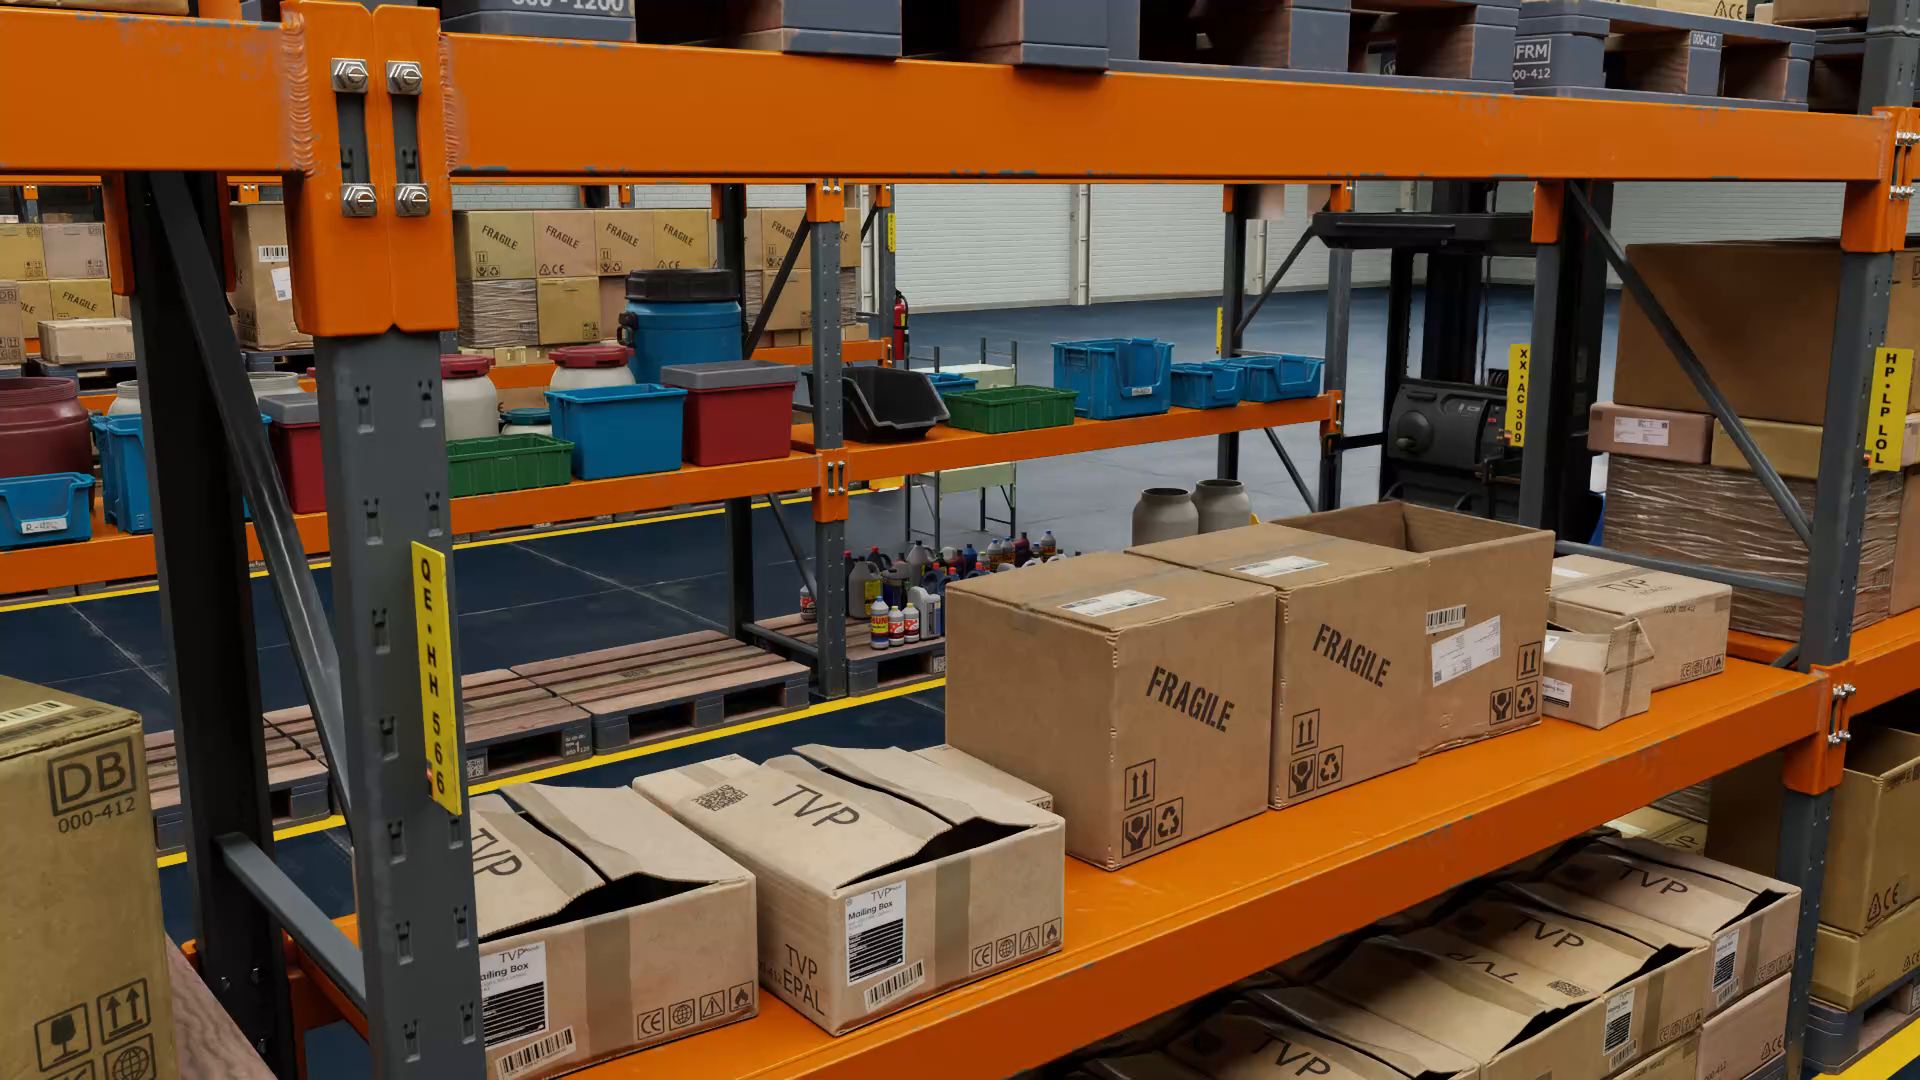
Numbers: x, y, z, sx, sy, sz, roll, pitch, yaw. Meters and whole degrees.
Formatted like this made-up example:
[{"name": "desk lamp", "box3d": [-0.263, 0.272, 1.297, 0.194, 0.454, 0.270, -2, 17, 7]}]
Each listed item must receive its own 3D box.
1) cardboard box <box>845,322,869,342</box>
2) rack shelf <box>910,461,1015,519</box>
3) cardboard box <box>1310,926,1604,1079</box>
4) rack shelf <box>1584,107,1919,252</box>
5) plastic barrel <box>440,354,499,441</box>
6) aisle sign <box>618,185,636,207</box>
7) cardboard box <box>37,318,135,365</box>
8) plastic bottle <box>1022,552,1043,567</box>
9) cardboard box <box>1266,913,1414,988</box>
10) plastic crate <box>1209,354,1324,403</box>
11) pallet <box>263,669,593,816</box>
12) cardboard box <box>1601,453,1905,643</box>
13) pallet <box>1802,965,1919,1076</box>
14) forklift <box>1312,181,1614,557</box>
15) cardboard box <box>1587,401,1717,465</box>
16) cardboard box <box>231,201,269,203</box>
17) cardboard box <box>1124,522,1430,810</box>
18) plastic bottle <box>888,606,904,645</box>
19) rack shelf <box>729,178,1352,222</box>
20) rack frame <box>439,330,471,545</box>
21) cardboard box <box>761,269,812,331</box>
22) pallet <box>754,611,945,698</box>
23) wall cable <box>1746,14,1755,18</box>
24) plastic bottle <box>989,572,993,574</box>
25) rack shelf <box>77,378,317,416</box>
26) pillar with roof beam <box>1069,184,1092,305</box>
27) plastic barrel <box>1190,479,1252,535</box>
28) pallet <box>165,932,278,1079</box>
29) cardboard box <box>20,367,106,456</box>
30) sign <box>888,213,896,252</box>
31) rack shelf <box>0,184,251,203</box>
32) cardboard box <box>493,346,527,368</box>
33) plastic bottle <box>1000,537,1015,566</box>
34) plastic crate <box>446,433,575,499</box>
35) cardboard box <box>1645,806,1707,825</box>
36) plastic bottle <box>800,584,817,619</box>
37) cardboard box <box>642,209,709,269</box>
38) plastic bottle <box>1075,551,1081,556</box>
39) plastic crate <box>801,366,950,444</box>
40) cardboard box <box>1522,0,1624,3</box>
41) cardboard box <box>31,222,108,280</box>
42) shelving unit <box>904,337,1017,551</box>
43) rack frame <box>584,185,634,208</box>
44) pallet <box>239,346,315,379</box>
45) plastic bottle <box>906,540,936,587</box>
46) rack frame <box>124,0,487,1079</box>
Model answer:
[{"name": "cardboard box", "box3d": [-1.016, -1.843, 14.691, 0.250, 0.149, 0.380, -9, 15, -38]}, {"name": "rack shelf", "box3d": [0.005, -0.416, 12.545, 0.720, 0.370, 0.431, -9, 15, -38]}, {"name": "cardboard box", "box3d": [1.209, 1.187, 4.075, 0.500, 0.311, 0.500, -9, 15, -38]}, {"name": "rack shelf", "box3d": [3.702, -1.285, 5.969, 4.000, 0.370, 1.077, -9, 15, -38]}, {"name": "plastic barrel", "box3d": [-2.408, -0.597, 7.890, 0.433, 0.535, 0.433, 0, 12, 0]}, {"name": "aisle sign", "box3d": [-3.699, -4.086, 18.391, 0.004, 0.787, 0.394, -9, 15, -38]}, {"name": "cardboard box", "box3d": [-5.717, -1.310, 10.929, 0.500, 0.250, 0.500, -10, 16, -39]}, {"name": "plastic bottle", "box3d": [0.418, 0.250, 9.550, 0.185, 0.351, 0.144, -10, 15, -38]}, {"name": "cardboard box", "box3d": [0.864, 1.100, 4.486, 0.500, 0.311, 0.500, -10, 16, -40]}, {"name": "plastic crate", "box3d": [1.968, -1.047, 10.695, 0.616, 0.251, 0.499, -9, 15, -38]}, {"name": "pallet", "box3d": [-2.494, 0.917, 7.800, 1.213, 0.211, 1.003, -9, 15, -38]}, {"name": "cardboard box", "box3d": [2.483, -0.018, 5.249, 0.500, 0.500, 0.700, -10, 16, -39]}, {"name": "pallet", "box3d": [2.787, 1.358, 5.727, 1.213, 0.211, 1.003, -9, 15, -38]}, {"name": "forklift", "box3d": [2.452, -0.610, 8.444, 3.031, 2.935, 1.130, -9, 15, -36]}, {"name": "cardboard box", "box3d": [2.219, -0.346, 5.236, 0.250, 0.149, 0.380, -9, 15, -38]}, {"name": "cardboard box", "box3d": [-8.936, -3.954, 20.662, 0.500, 0.500, 0.700, -10, 15, -39]}, {"name": "cardboard box", "box3d": [0.728, 0.271, 3.888, 0.500, 0.500, 0.500, -9, 15, -38]}, {"name": "plastic bottle", "box3d": [-0.349, 0.456, 8.936, 0.097, 0.201, 0.097, 0, 12, 0]}, {"name": "rack shelf", "box3d": [0.610, -2.089, 9.755, 4.000, 0.370, 1.077, -9, 15, -38]}, {"name": "rack frame", "box3d": [-4.045, -1.517, 12.553, 0.127, 3.000, 1.000, -9, 15, -38]}, {"name": "cardboard box", "box3d": [-1.684, -2.079, 14.243, 0.500, 0.500, 0.875, -9, 15, -38]}, {"name": "pallet", "box3d": [-0.401, 0.570, 9.438, 1.213, 0.211, 1.003, -9, 15, -38]}, {"name": "wall cable", "box3d": [18.852, -13.735, 40.013, 0.112, 2.526, 3.097, -9, 15, -38]}, {"name": "plastic bottle", "box3d": [0.177, 0.318, 9.417, 0.097, 0.271, 0.097, 0, 12, 0]}, {"name": "rack shelf", "box3d": [-5.607, -0.906, 11.405, 4.000, 0.370, 1.077, -9, 15, -38]}, {"name": "pillar with roof beam", "box3d": [5.421, -9.076, 33.707, 0.548, 9.000, 9.100, -9, 15, -38]}, {"name": "plastic barrel", "box3d": [1.706, -0.124, 10.968, 0.421, 0.512, 0.421, 0, 12, 0]}, {"name": "pallet", "box3d": [-1.469, 0.802, 2.091, 1.003, 0.211, 1.213, -9, 15, -38]}, {"name": "cardboard box", "box3d": [-8.249, -1.220, 15.558, 0.750, 0.750, 1.050, -9, 15, -38]}, {"name": "sign", "box3d": [-0.591, -2.665, 14.408, 0.005, 0.325, 0.100, -9, 15, -38]}, {"name": "rack shelf", "box3d": [-8.627, -3.191, 14.944, 4.000, 0.370, 1.077, -9, 15, -38]}, {"name": "cardboard box", "box3d": [-3.486, -1.404, 12.623, 0.250, 0.149, 0.380, -9, 15, -38]}, {"name": "plastic bottle", "box3d": [0.294, 0.116, 10.372, 0.097, 0.271, 0.097, 0, 12, 0]}, {"name": "plastic crate", "box3d": [-2.135, -0.339, 7.512, 0.662, 0.188, 0.450, -9, 15, -38]}, {"name": "cardboard box", "box3d": [2.762, 1.071, 5.974, 0.500, 0.250, 0.500, -9, 15, -38]}, {"name": "plastic bottle", "box3d": [-0.863, 0.342, 9.474, 0.097, 0.201, 0.097, 0, 12, 0]}, {"name": "cardboard box", "box3d": [-2.372, -2.415, 13.414, 0.500, 0.500, 0.500, -9, 15, -38]}, {"name": "plastic bottle", "box3d": [0.731, 0.201, 9.941, 0.133, 0.283, 0.061, -9, 15, -38]}, {"name": "plastic crate", "box3d": [-0.463, -0.731, 8.999, 0.504, 0.338, 0.767, -9, 15, -38]}, {"name": "cardboard box", "box3d": [1.226, -1.359, 3.937, 0.500, 0.250, 0.500, -11, 17, -43]}, {"name": "cardboard box", "box3d": [-8.244, -2.675, 15.356, 0.500, 0.500, 0.700, -9, 15, -37]}, {"name": "shelving unit", "box3d": [0.005, -0.735, 12.477, 0.755, 1.500, 0.431, -9, 15, -38]}, {"name": "rack frame", "box3d": [-3.942, -2.854, 18.847, 0.127, 3.000, 1.000, -9, 15, -38]}, {"name": "pallet", "box3d": [-4.733, -1.348, 12.217, 1.213, 0.211, 1.003, -9, 15, -38]}, {"name": "plastic bottle", "box3d": [-0.226, 0.170, 9.927, 0.185, 0.351, 0.144, -10, 15, -38]}, {"name": "rack frame", "box3d": [-0.981, 0.610, 2.537, 0.053, 2.616, 0.949, -9, 15, -38]}]
